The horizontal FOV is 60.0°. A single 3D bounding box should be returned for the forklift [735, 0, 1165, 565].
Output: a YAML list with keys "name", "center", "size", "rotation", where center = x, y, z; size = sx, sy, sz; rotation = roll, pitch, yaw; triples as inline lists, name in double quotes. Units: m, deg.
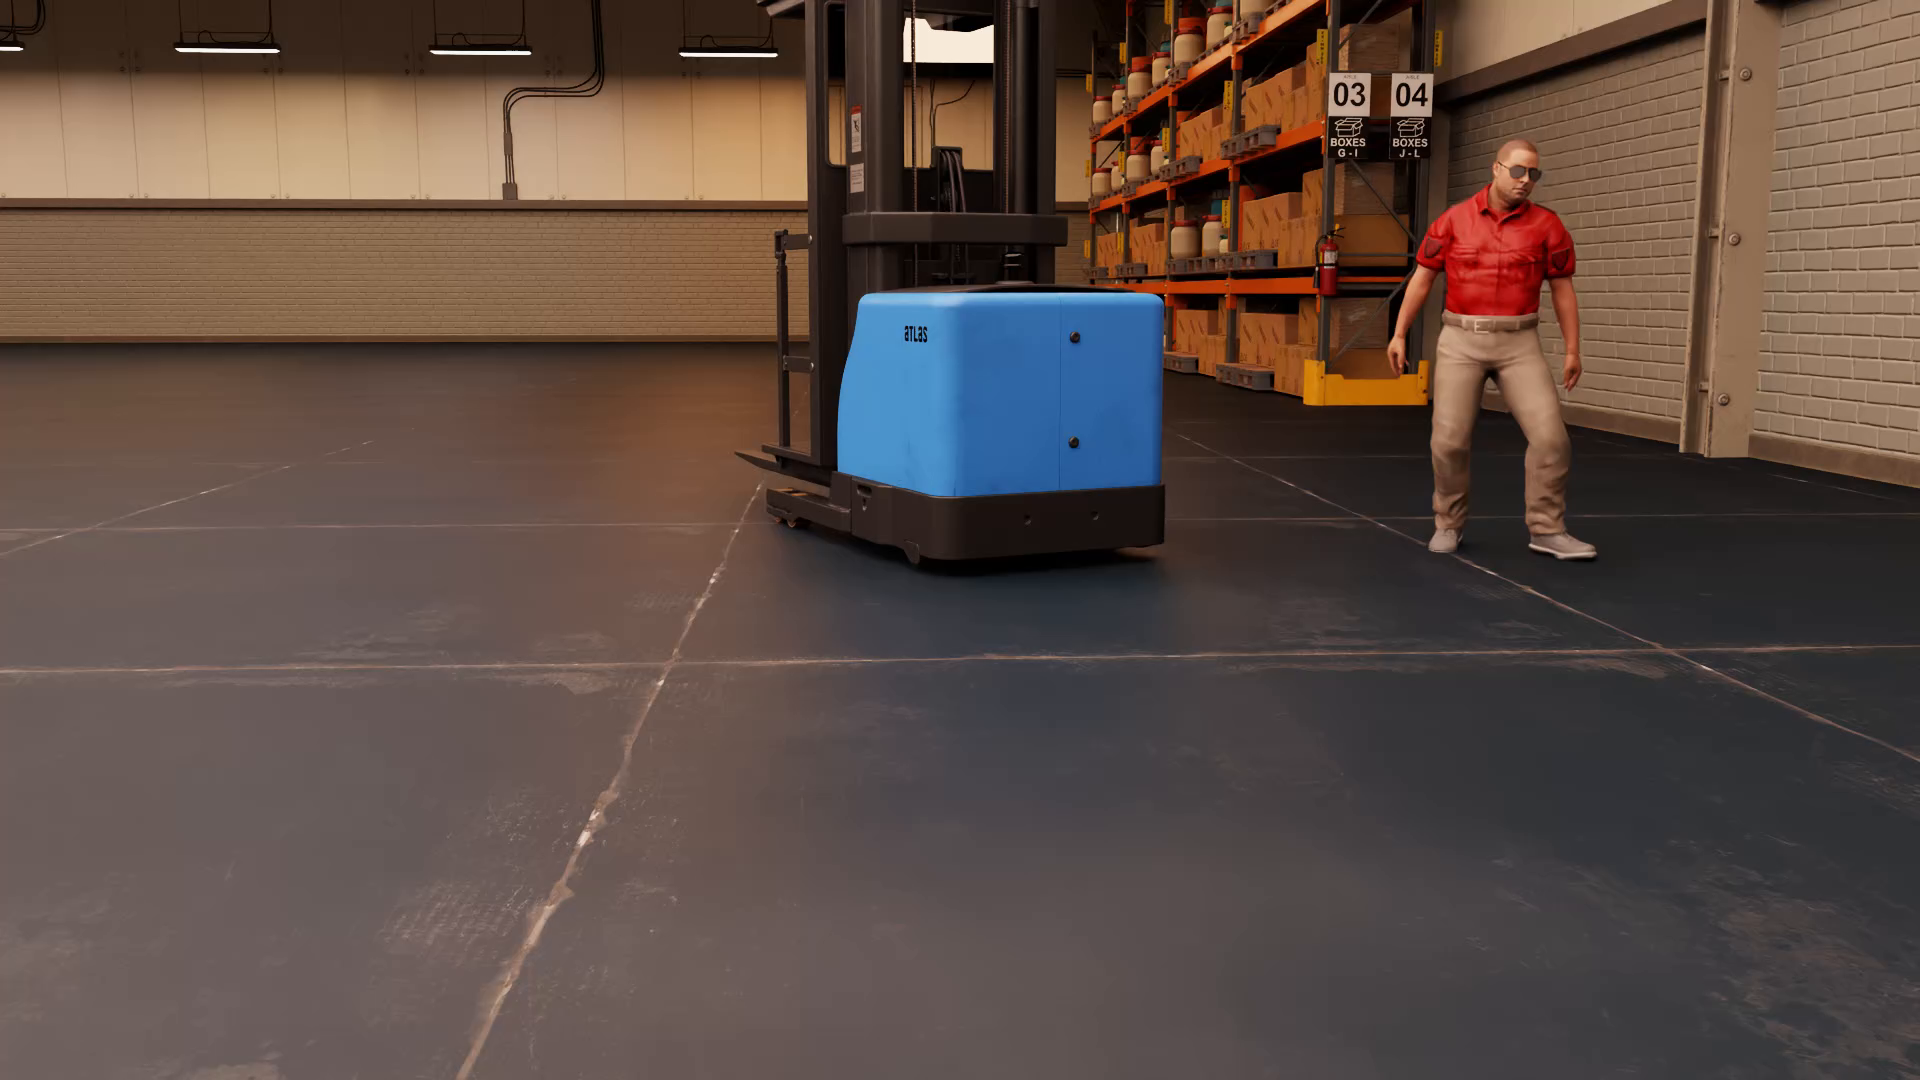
- name: "forklift"
  center: [-0.264, -1.530, 7.637]
  size: [1.130, 2.935, 3.031]
  rotation: [-4, 9, -25]

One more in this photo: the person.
- name: "person"
  center: [2.210, -0.775, 6.877]
  size: [0.878, 1.703, 0.420]
  rotation: [3, 9, 20]
